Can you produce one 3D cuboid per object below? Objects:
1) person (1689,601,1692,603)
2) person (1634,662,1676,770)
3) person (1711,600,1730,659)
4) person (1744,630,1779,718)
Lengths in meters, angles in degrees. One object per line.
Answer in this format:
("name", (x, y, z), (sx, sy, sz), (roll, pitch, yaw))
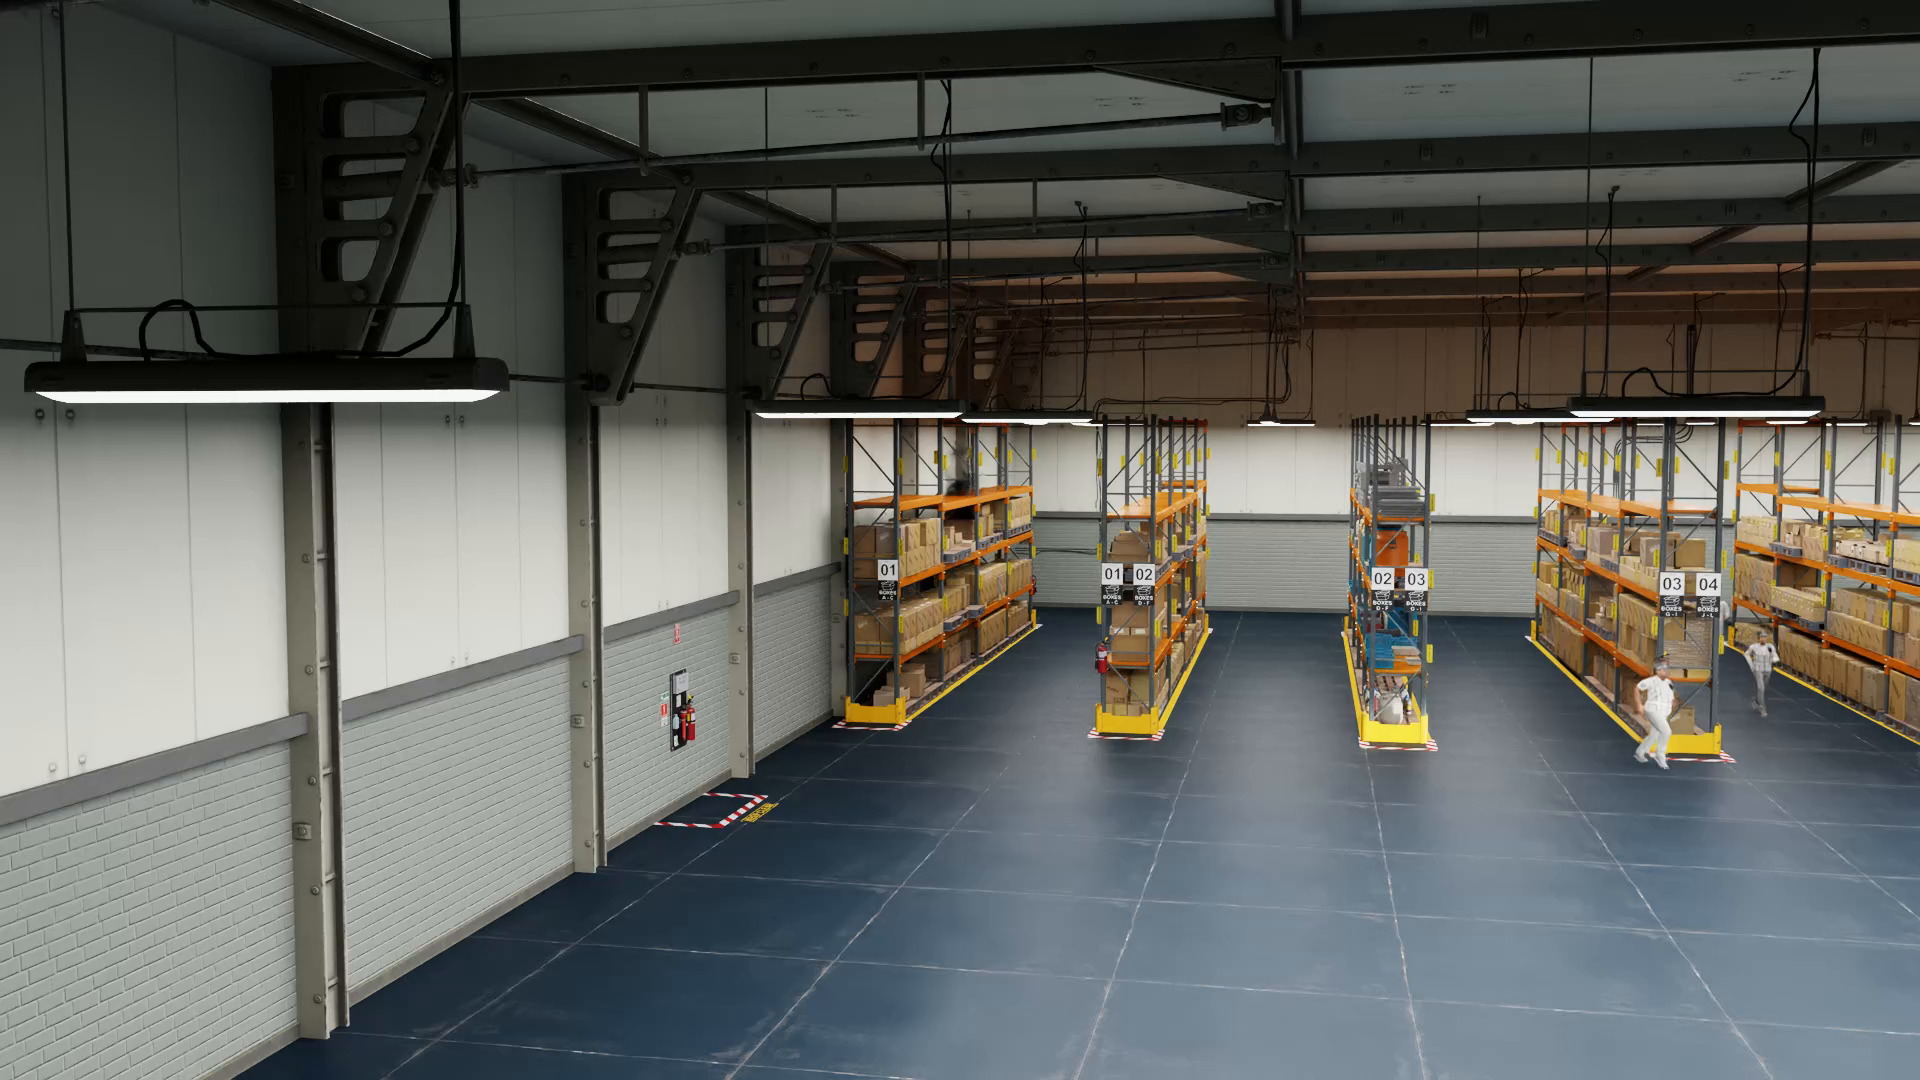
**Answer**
("person", (19.237, 1.965, 44.524), (0.746, 1.642, 0.712), (4, 5, 43))
("person", (11.920, 2.958, 28.340), (0.660, 1.776, 0.732), (-2, 4, -31))
("person", (18.594, 2.216, 40.965), (0.675, 1.548, 0.671), (1, 4, 14))
("person", (16.110, 2.654, 33.376), (0.597, 1.721, 0.868), (0, 4, 7))
